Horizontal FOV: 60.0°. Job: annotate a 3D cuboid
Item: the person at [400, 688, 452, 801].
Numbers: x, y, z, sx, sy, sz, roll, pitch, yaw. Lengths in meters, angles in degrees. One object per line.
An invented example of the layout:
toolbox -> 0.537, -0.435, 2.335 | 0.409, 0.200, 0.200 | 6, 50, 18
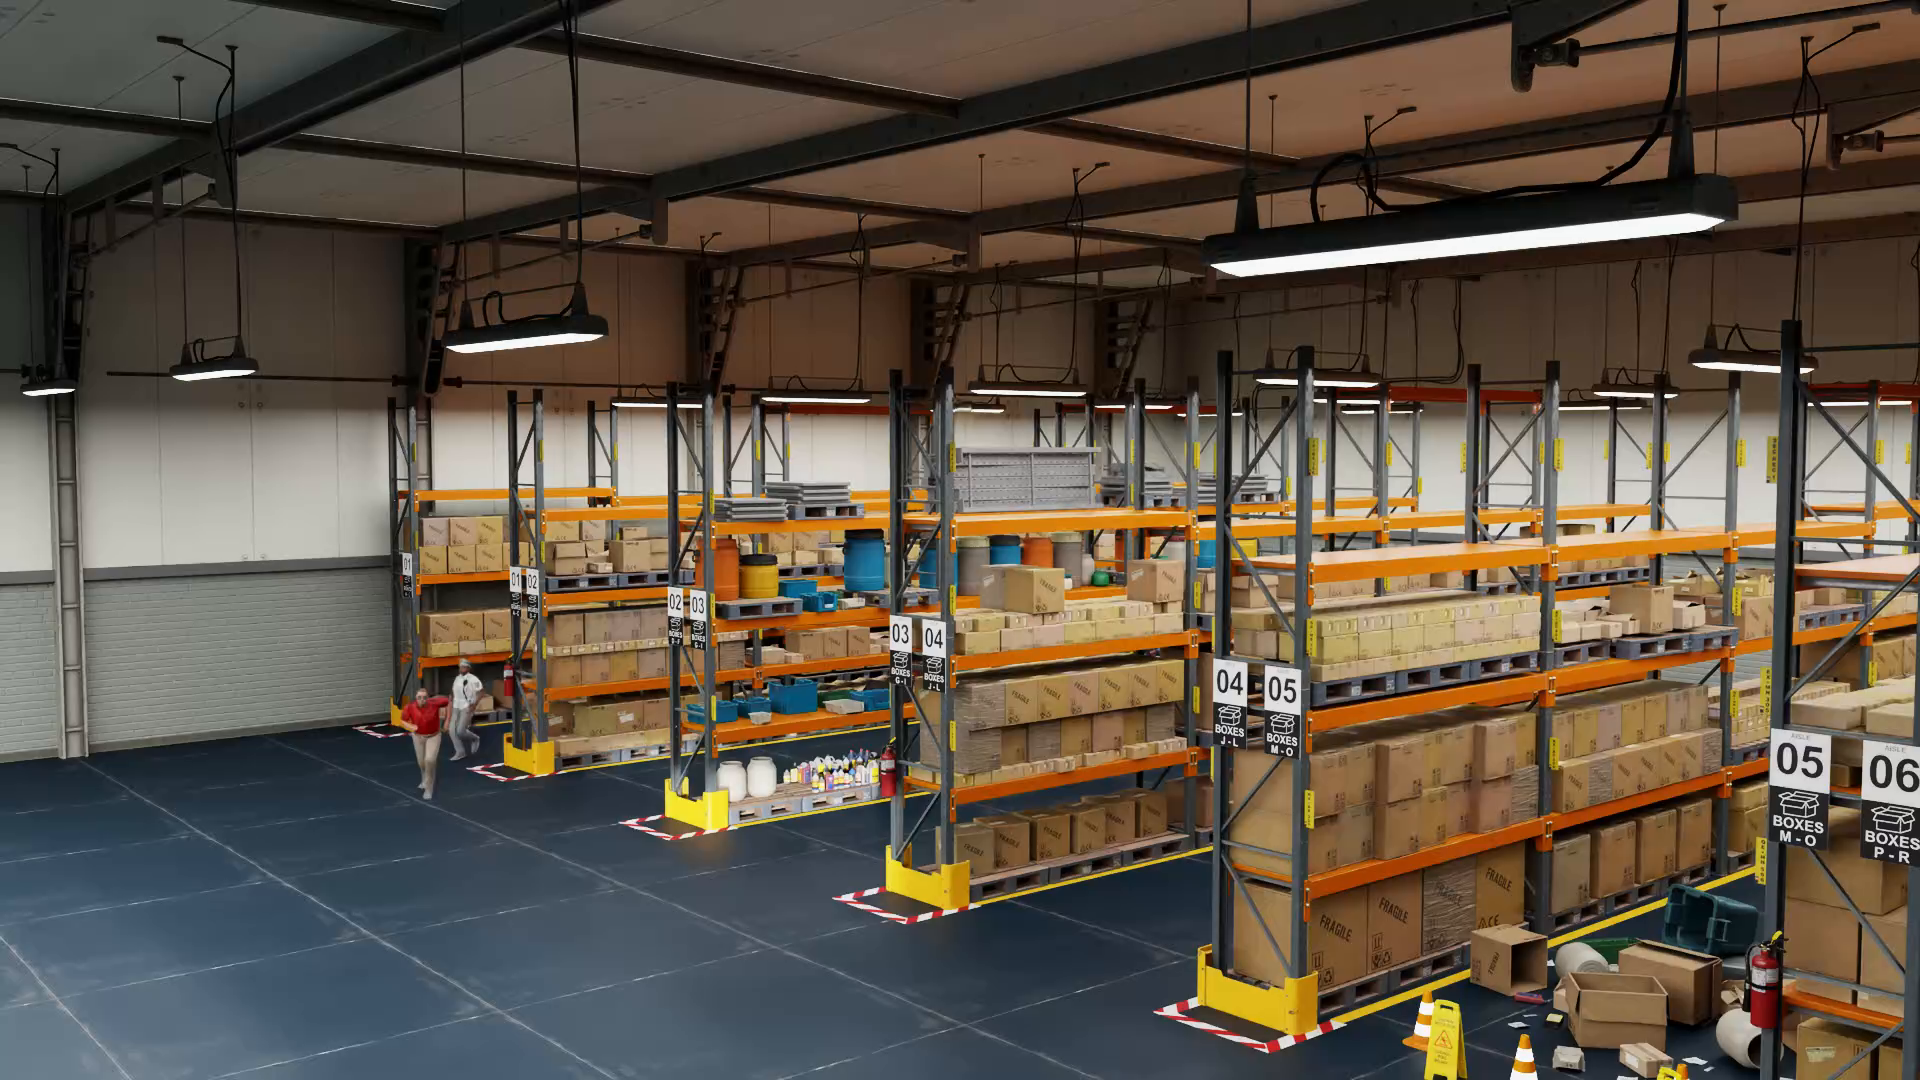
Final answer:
person -> -7.809, 2.959, 24.377 | 0.705, 1.696, 1.025 | -1, 3, -12

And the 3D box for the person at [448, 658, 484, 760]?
person -> -8.121, 2.775, 27.222 | 0.621, 1.690, 0.483 | 2, 4, 29
